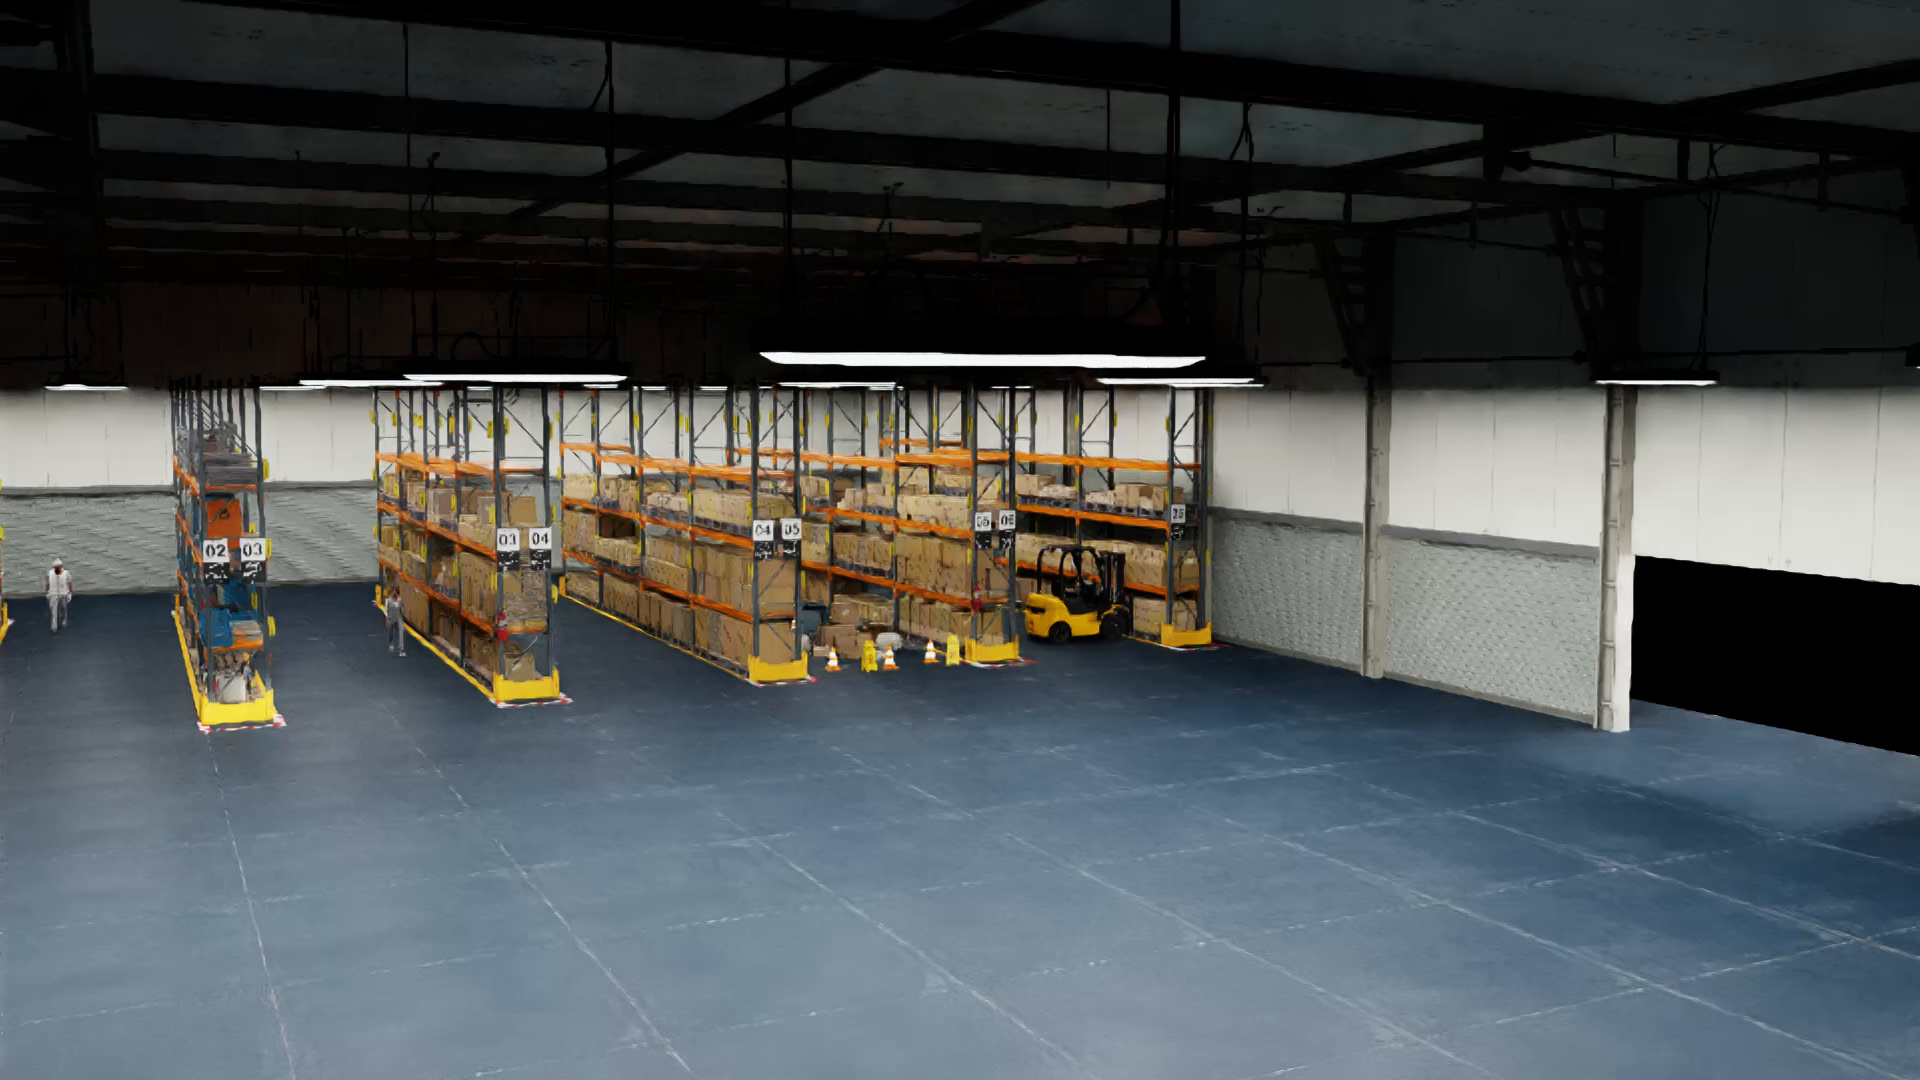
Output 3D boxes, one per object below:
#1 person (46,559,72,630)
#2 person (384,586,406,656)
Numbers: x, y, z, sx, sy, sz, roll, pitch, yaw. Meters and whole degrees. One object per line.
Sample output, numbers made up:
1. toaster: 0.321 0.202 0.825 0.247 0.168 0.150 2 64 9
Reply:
1. person: -21.730 1.292 40.117 0.563 1.707 1.127 -3 6 -29
2. person: -12.292 1.739 36.146 0.417 1.517 1.036 -2 6 -24
